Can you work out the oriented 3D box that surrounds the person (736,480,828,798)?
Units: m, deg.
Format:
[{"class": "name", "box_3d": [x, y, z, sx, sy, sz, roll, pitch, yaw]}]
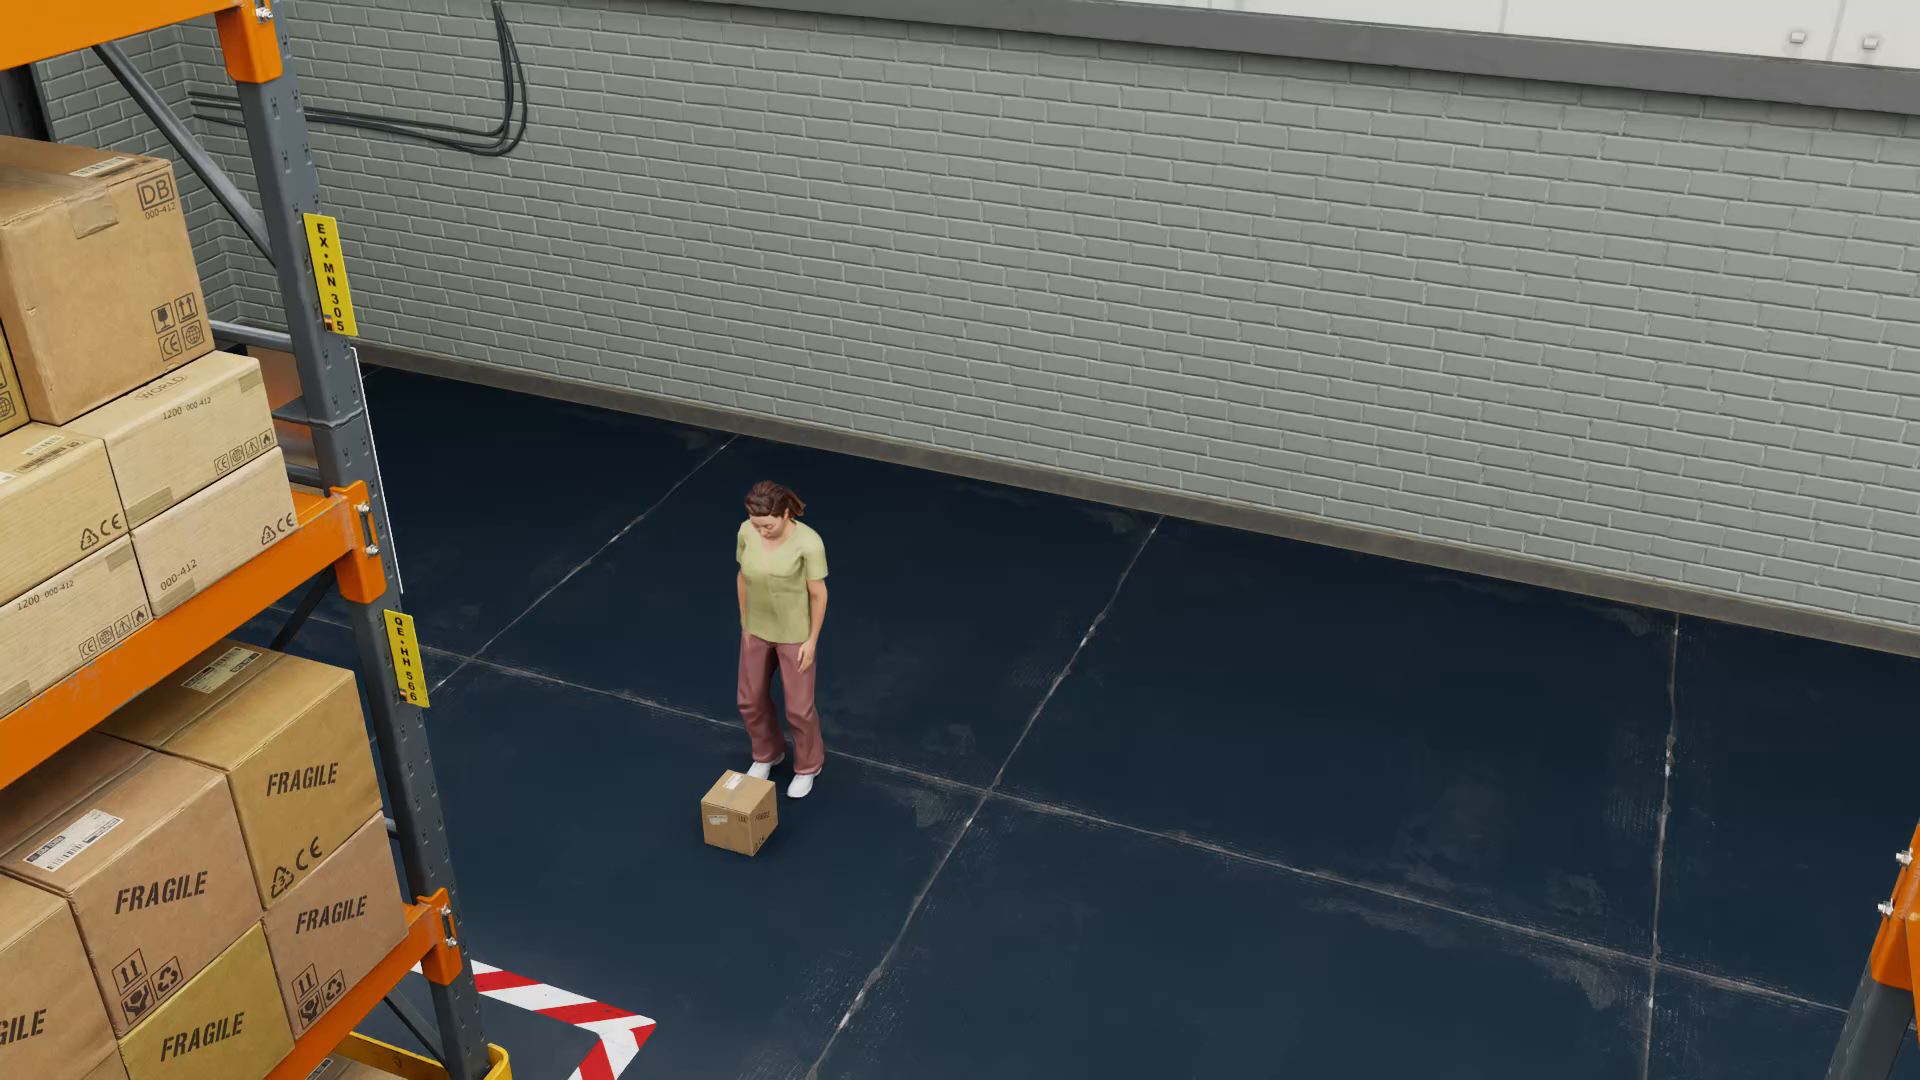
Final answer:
[{"class": "person", "box_3d": [-0.819, 0.437, 7.661, 0.460, 1.652, 0.347, 12, 32, 20]}]
